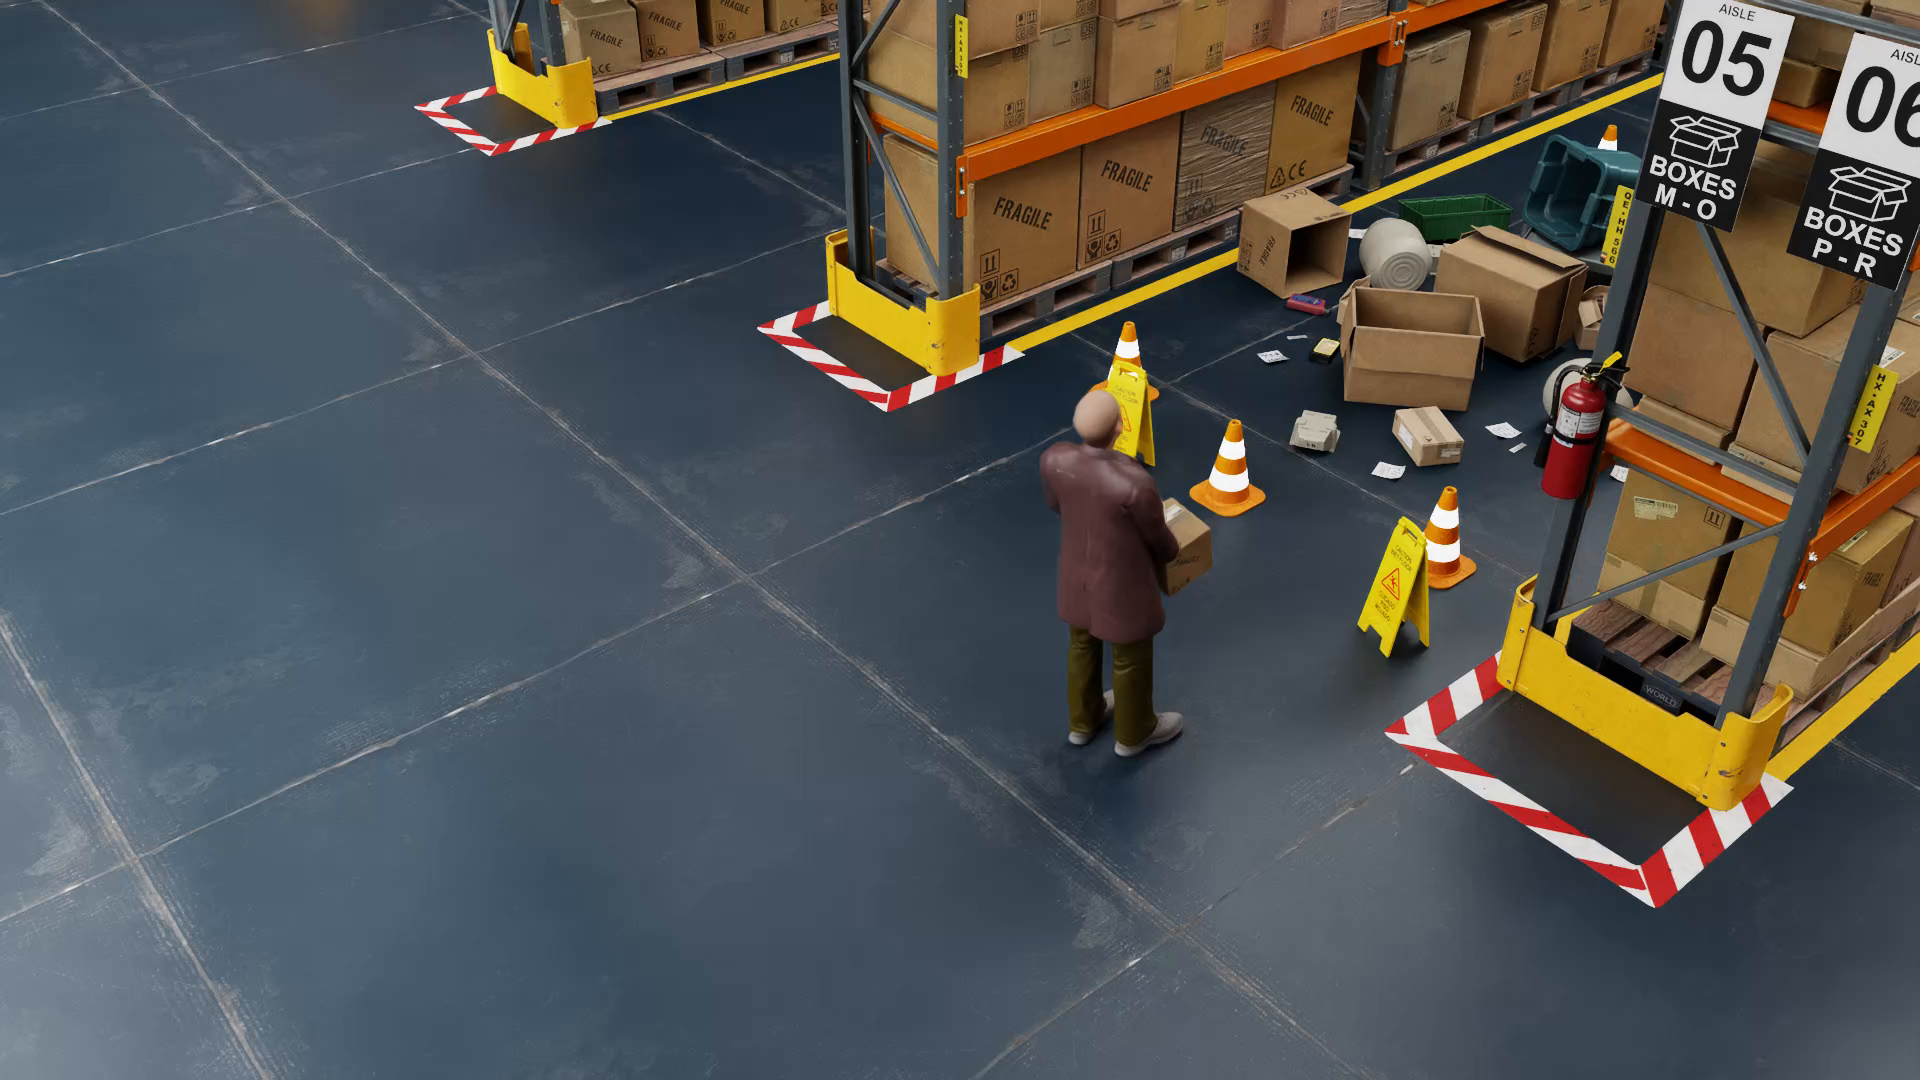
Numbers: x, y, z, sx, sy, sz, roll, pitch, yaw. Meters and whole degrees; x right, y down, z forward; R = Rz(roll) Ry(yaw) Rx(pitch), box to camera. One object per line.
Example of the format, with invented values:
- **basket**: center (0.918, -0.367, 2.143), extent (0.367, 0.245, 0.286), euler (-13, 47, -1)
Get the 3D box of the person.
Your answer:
- **person**: center (0.638, 0.117, 6.918), extent (0.588, 1.782, 0.497), euler (24, 42, 29)
